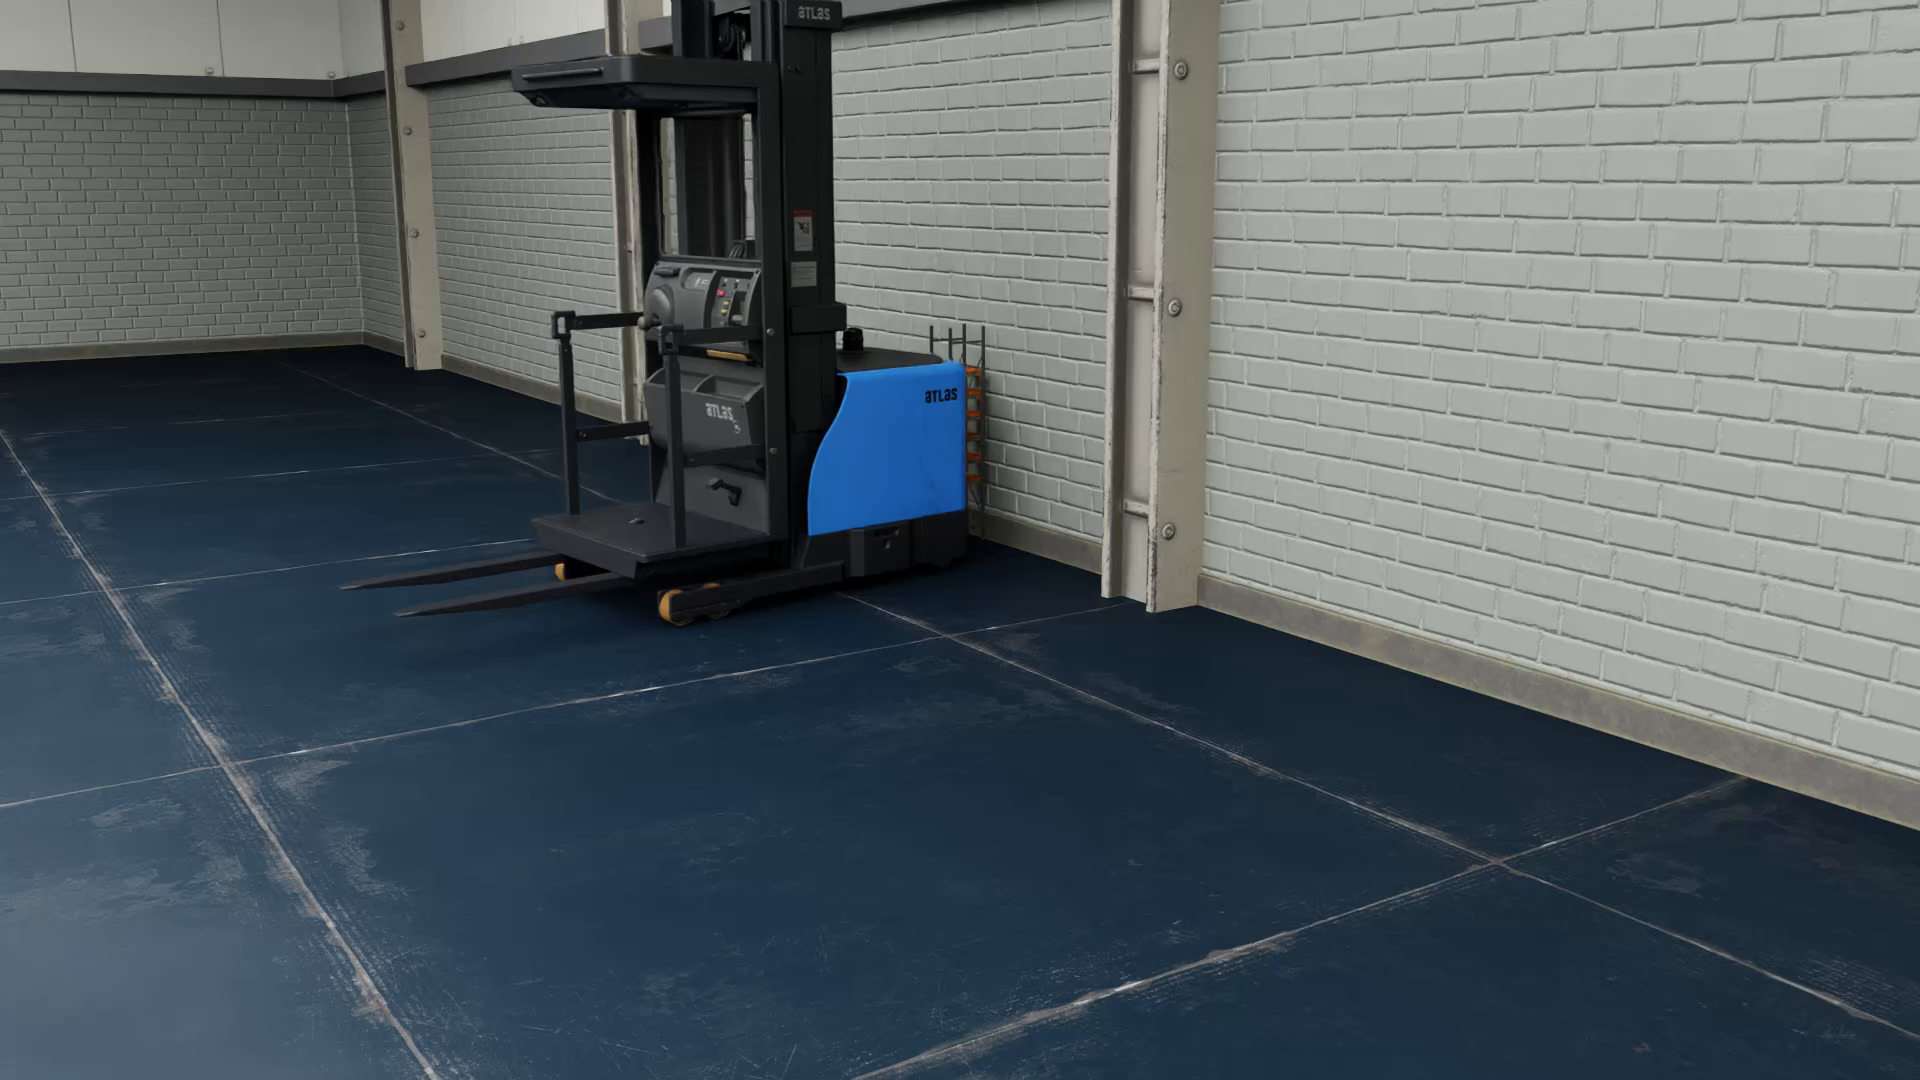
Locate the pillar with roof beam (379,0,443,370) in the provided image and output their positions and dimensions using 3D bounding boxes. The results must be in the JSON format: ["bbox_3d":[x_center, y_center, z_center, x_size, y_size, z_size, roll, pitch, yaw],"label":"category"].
[{"bbox_3d":[-9.309,-5.732,14.511,9.100,9.000,0.400,-8,15,-33],"label":"pillar with roof beam"}]

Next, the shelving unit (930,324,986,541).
[{"bbox_3d":[-0.015,-0.587,9.239,0.258,1.200,0.189,-8,15,-34],"label":"shelving unit"}]

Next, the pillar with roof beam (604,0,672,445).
[{"bbox_3d":[-5.985,-4.665,9.631,9.100,9.000,0.400,-8,15,-33],"label":"pillar with roof beam"}]

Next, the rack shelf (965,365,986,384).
[{"bbox_3d":[-0.015,-0.896,9.171,0.258,0.103,0.180,-8,15,-34],"label":"rack shelf"}]

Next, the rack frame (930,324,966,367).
[{"bbox_3d":[-0.067,-0.603,9.312,0.240,1.200,0.006,-8,15,-34],"label":"rack frame"}]

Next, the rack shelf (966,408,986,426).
[{"bbox_3d":[-0.015,-0.661,9.223,0.258,0.103,0.180,-8,15,-34],"label":"rack shelf"}]

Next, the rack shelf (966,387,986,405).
[{"bbox_3d":[-0.015,-0.778,9.197,0.258,0.103,0.180,-8,15,-34],"label":"rack shelf"}]

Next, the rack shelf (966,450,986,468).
[{"bbox_3d":[-0.015,-0.427,9.274,0.258,0.103,0.180,-8,15,-34],"label":"rack shelf"}]

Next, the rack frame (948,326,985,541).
[{"bbox_3d":[0.038,-0.571,9.165,0.240,1.200,0.006,-8,15,-34],"label":"rack frame"}]

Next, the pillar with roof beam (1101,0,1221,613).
[{"bbox_3d":[-2.660,-3.598,4.752,9.100,9.000,0.400,-8,15,-33],"label":"pillar with roof beam"}]

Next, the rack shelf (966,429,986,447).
[{"bbox_3d":[-0.015,-0.544,9.248,0.258,0.103,0.180,-8,15,-34],"label":"rack shelf"}]

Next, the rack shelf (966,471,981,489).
[{"bbox_3d":[-0.015,-0.309,9.299,0.258,0.103,0.180,-8,15,-34],"label":"rack shelf"}]

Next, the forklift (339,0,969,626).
[{"bbox_3d":[-1.398,-1.167,7.835,3.031,2.935,1.130,-10,16,-40],"label":"forklift"}]
